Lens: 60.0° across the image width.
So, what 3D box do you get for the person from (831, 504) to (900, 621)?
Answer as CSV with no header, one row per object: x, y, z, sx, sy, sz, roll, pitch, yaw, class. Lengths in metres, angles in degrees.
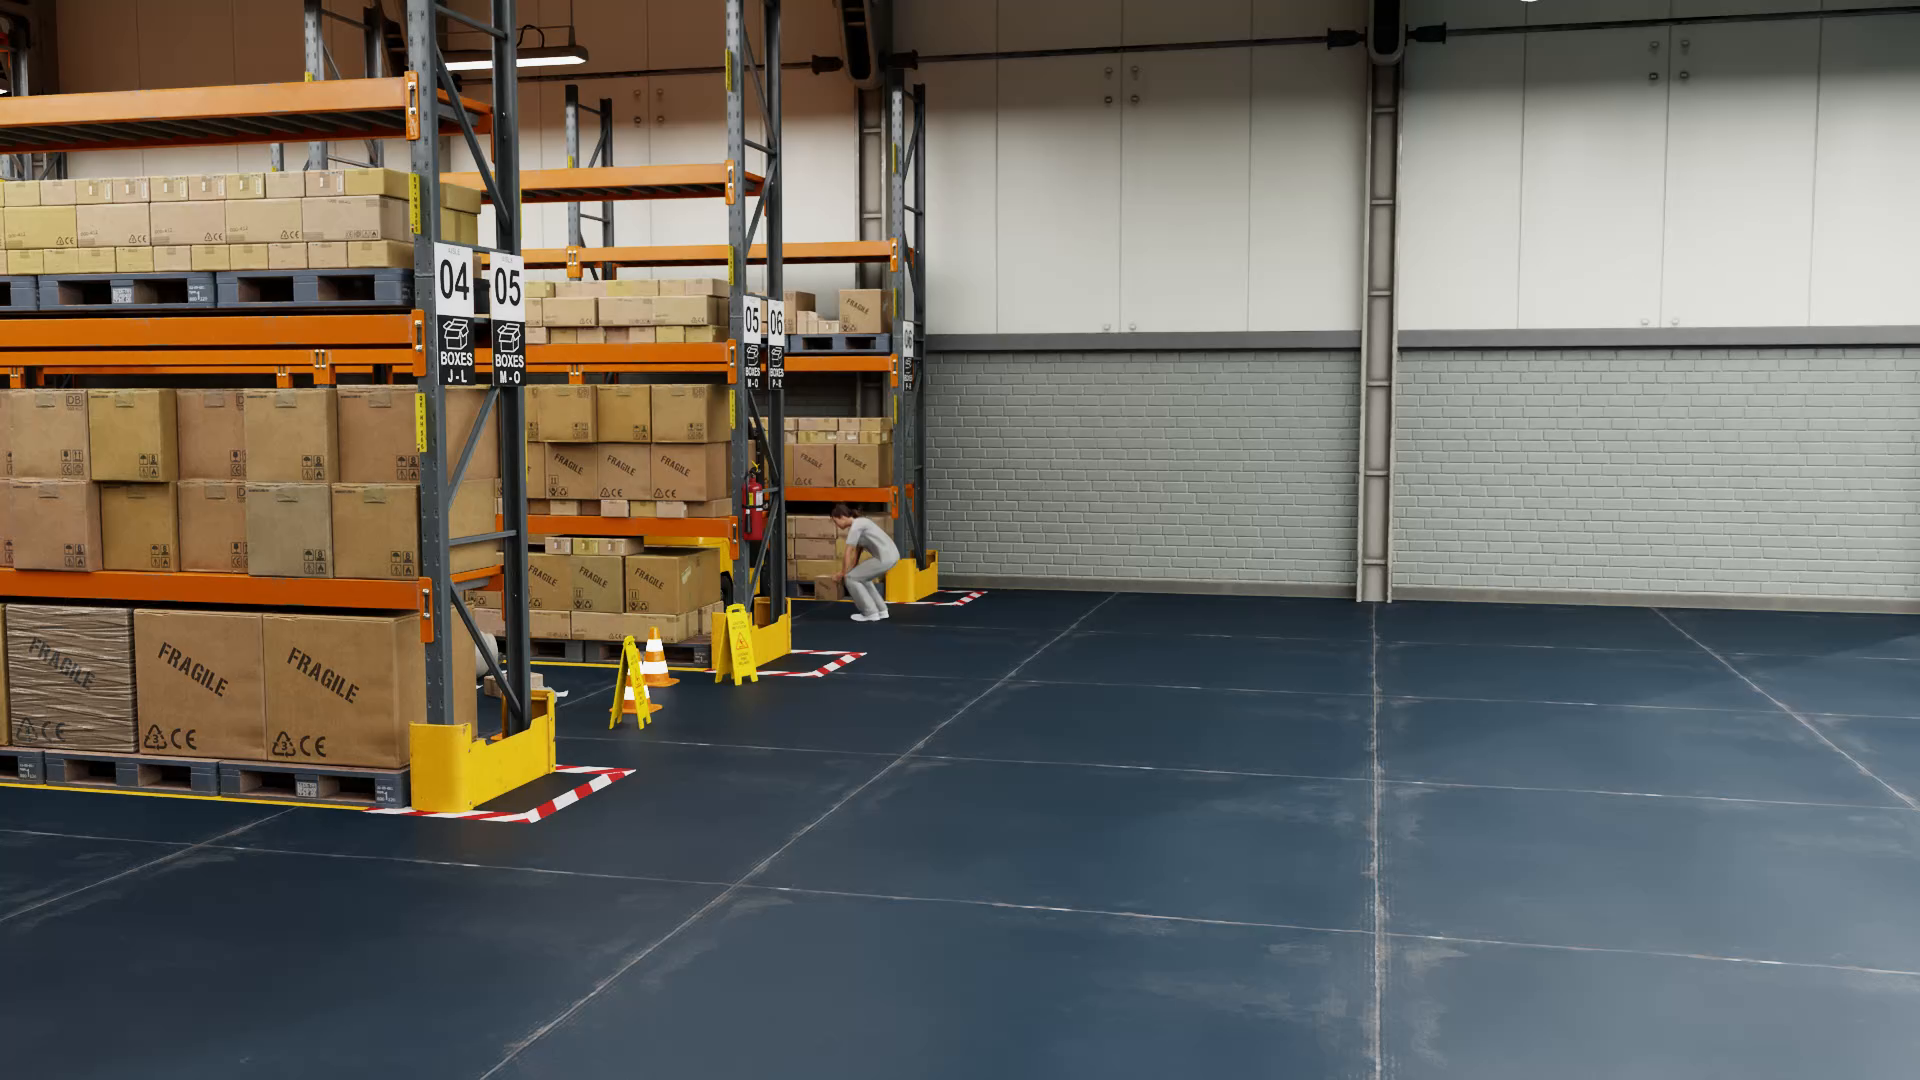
-1.004,0.233,17.514,0.716,1.221,0.496,1,5,14,person
